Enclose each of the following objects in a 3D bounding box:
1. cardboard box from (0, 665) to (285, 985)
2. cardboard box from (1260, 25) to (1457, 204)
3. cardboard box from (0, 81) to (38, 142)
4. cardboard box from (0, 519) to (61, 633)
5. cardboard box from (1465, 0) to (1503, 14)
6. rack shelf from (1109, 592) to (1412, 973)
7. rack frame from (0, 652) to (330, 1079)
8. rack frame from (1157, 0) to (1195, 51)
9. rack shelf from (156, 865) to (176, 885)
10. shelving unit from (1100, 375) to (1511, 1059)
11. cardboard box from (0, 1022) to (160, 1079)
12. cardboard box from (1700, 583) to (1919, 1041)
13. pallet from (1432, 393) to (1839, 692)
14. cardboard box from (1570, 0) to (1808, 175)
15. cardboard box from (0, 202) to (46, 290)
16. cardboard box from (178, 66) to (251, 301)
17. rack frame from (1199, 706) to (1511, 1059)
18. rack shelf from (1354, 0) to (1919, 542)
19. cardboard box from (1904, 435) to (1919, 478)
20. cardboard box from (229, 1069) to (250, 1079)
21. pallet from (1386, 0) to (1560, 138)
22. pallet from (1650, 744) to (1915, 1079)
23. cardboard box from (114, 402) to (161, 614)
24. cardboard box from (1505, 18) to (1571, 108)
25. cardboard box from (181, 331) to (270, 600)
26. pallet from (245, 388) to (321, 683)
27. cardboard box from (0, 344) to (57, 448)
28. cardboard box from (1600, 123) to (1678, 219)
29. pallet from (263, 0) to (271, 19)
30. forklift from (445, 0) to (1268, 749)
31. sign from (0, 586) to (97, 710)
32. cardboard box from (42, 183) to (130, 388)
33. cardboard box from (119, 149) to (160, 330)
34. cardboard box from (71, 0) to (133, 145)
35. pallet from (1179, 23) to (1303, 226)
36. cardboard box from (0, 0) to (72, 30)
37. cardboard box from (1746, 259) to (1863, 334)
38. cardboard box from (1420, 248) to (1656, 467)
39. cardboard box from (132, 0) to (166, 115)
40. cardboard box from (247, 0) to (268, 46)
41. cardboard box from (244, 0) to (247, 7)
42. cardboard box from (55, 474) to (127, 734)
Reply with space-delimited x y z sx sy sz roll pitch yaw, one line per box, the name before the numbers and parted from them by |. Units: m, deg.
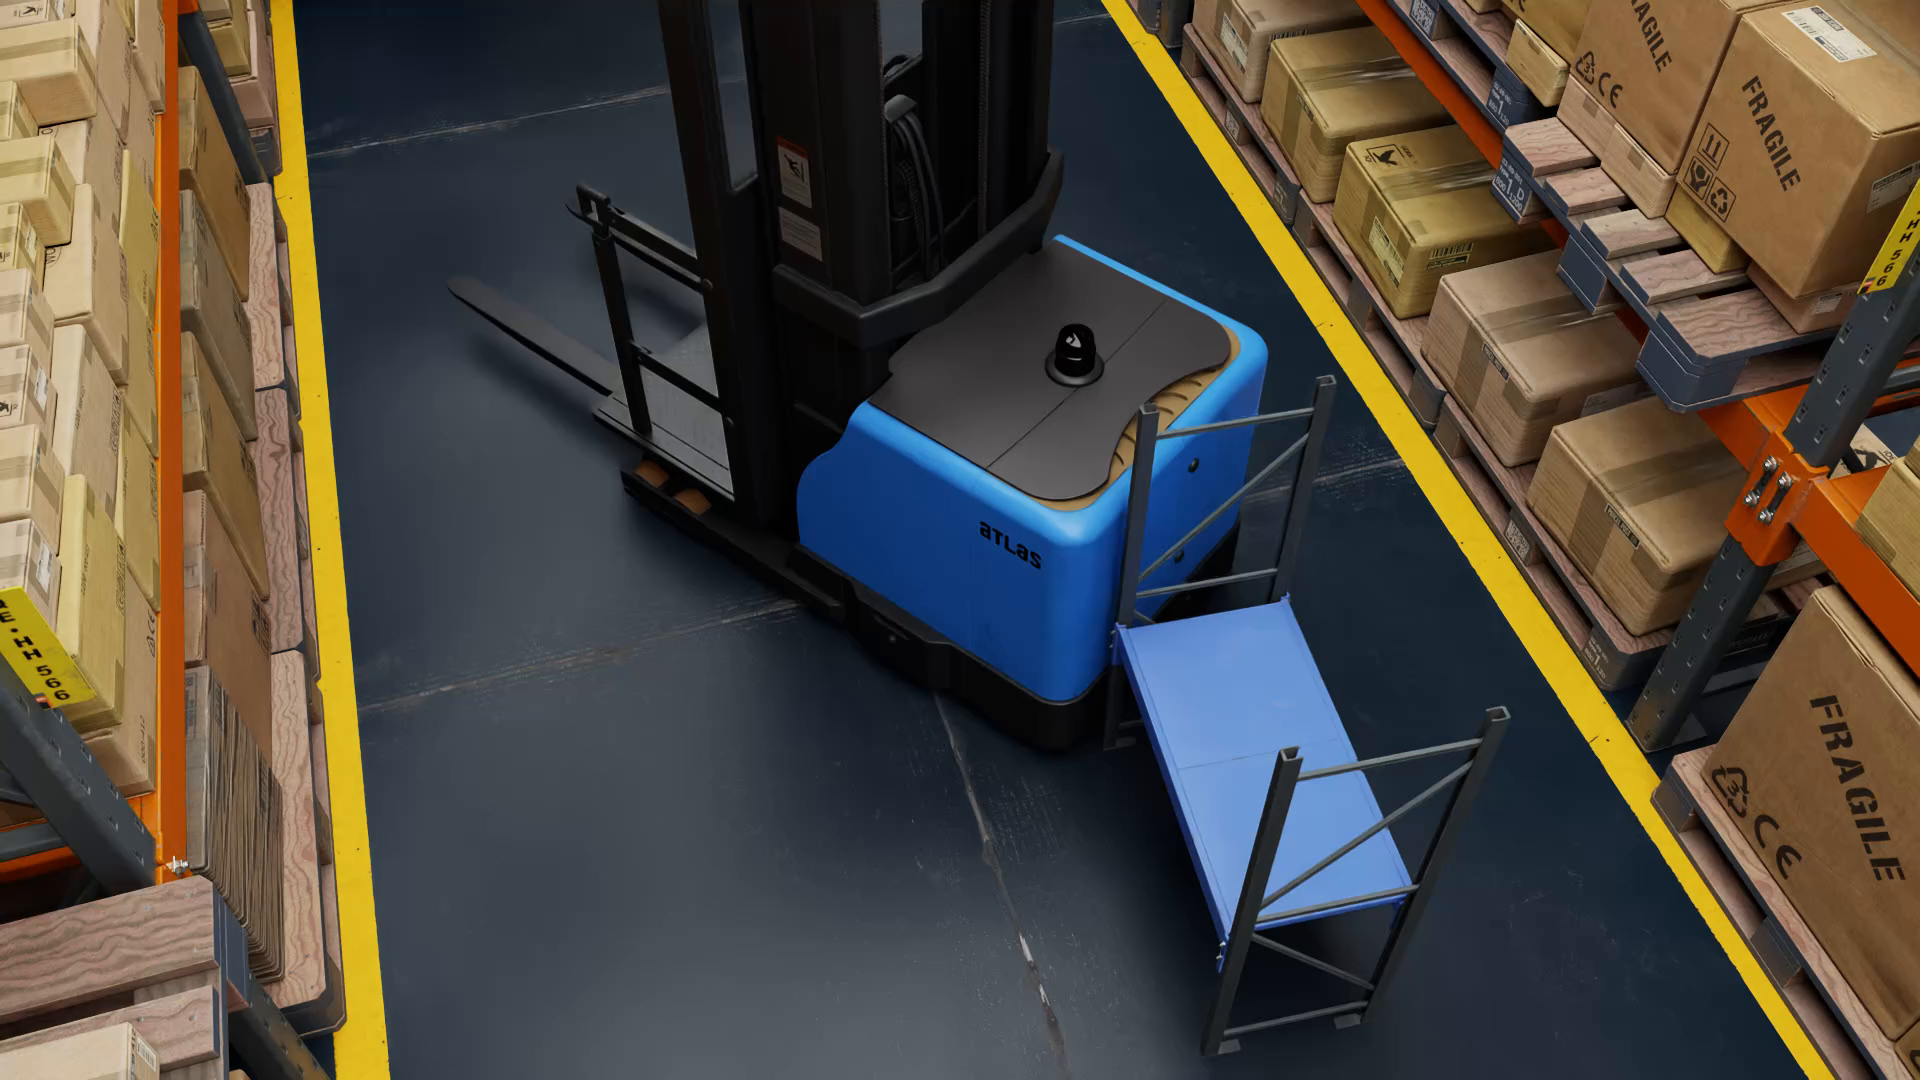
cardboard box | -2.318 0.843 4.356 0.875 0.625 0.625 -12 51 -10
cardboard box | 1.784 -1.757 6.713 0.950 0.372 0.625 -10 51 -9
cardboard box | -2.521 -0.978 4.123 0.380 0.149 0.250 -13 51 -11
cardboard box | -1.960 0.131 3.188 0.380 0.149 0.250 -12 51 -10
cardboard box | 1.738 -1.808 5.202 0.380 0.149 0.250 -15 51 -12
rack shelf | 0.796 0.621 4.481 0.538 0.185 1.000 -10 51 -8
rack frame | -2.144 0.671 3.223 0.949 2.616 0.053 -13 51 -11
rack frame | 1.411 -3.375 6.633 1.000 3.000 0.127 -13 51 -11
rack shelf | -1.555 2.364 2.266 1.077 0.370 4.000 -13 51 -11
shelving unit | 0.796 0.505 4.344 0.538 1.500 1.048 -10 51 -8
cardboard box | -1.586 1.010 2.826 0.380 0.149 0.250 -12 51 -10
cardboard box | 2.719 0.619 4.381 0.875 0.875 0.875 -14 51 -11
pallet | 2.364 -0.126 5.718 1.003 0.211 1.213 -13 51 -11
cardboard box | 2.030 -1.361 4.401 0.500 0.500 0.500 -14 51 -12
cardboard box | -2.333 -0.611 3.813 0.380 0.149 0.250 -13 51 -11
cardboard box | -3.165 -1.241 6.113 0.875 0.625 0.625 -11 51 -9
rack frame | 0.905 0.884 4.024 0.500 1.500 0.032 -10 51 -8
rack shelf | 2.002 -1.682 5.677 1.077 0.370 4.000 -13 51 -11
cardboard box | 2.508 -0.140 3.678 0.500 0.250 0.500 -14 51 -11
cardboard box | -1.816 1.602 3.798 0.500 0.500 0.500 -12 51 -10
pallet | 1.969 -1.828 5.455 1.003 0.211 1.213 -13 51 -11
pallet | 2.755 1.038 4.737 1.003 0.211 1.213 -13 51 -11
cardboard box | -2.188 -0.028 3.910 0.500 0.250 0.500 -14 51 -12
cardboard box | 1.845 -1.431 4.884 0.380 0.149 0.250 -13 51 -10
cardboard box | -2.718 -0.124 5.171 0.875 0.625 0.625 -15 52 -12
pallet | -2.710 0.071 5.552 1.003 0.211 1.213 -13 51 -11
cardboard box | -2.140 -0.246 3.506 0.380 0.149 0.250 -12 51 -10
cardboard box | 2.006 -1.047 4.561 0.380 0.149 0.250 -14 51 -11
pallet | -3.889 -2.834 8.001 1.003 0.211 1.213 -13 51 -11
forklift | -0.551 -1.254 4.890 3.031 2.935 1.130 31 57 24
sign | -1.631 0.194 2.919 0.100 0.325 0.005 -13 51 -11
cardboard box | -2.329 -0.573 4.042 0.500 0.250 0.500 -14 51 -12
cardboard box | -2.499 -0.782 4.545 0.500 0.250 0.500 -12 51 -10
cardboard box | -2.636 -1.313 4.666 0.500 0.250 0.500 -12 51 -10
pallet | 1.643 -1.908 7.220 1.003 0.211 1.213 -13 51 -11
cardboard box | -2.610 -1.365 4.450 0.380 0.149 0.250 -13 51 -11
cardboard box | 2.272 -0.694 4.263 0.380 0.149 0.250 -12 51 -10
cardboard box | 2.210 -0.694 5.817 0.950 0.372 0.625 -14 51 -12
cardboard box | -2.777 -1.527 5.173 0.500 0.250 0.500 -14 51 -11
cardboard box | -3.321 -2.295 7.246 0.500 0.250 0.500 -14 51 -12
cardboard box | -3.329 -2.451 7.051 0.500 0.250 0.500 -14 51 -11
cardboard box | -2.021 0.174 3.413 0.500 0.250 0.500 -13 51 -11
